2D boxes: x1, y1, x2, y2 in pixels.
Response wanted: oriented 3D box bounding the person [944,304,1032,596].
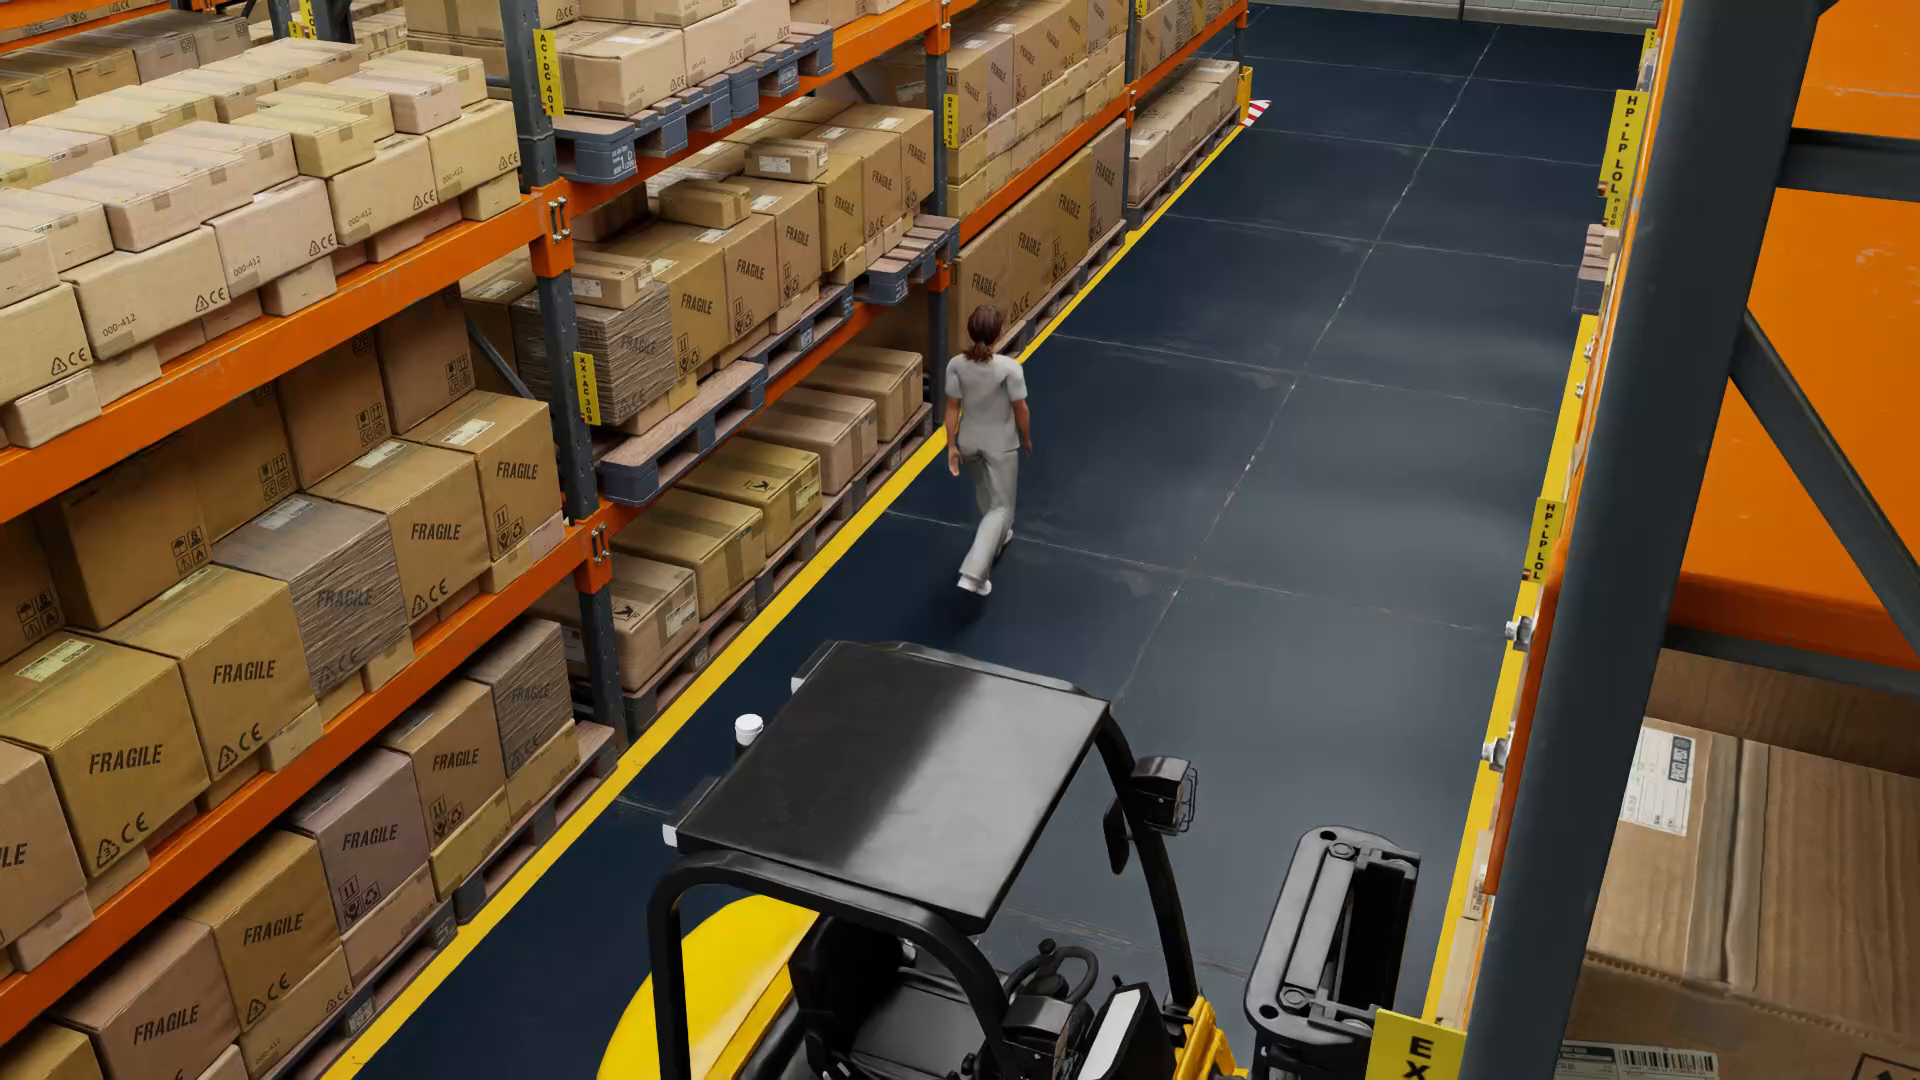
[{"bbox_3d":[0.141,-0.507,9.008,0.440,1.626,0.969,12,32,20],"label":"person"}]
